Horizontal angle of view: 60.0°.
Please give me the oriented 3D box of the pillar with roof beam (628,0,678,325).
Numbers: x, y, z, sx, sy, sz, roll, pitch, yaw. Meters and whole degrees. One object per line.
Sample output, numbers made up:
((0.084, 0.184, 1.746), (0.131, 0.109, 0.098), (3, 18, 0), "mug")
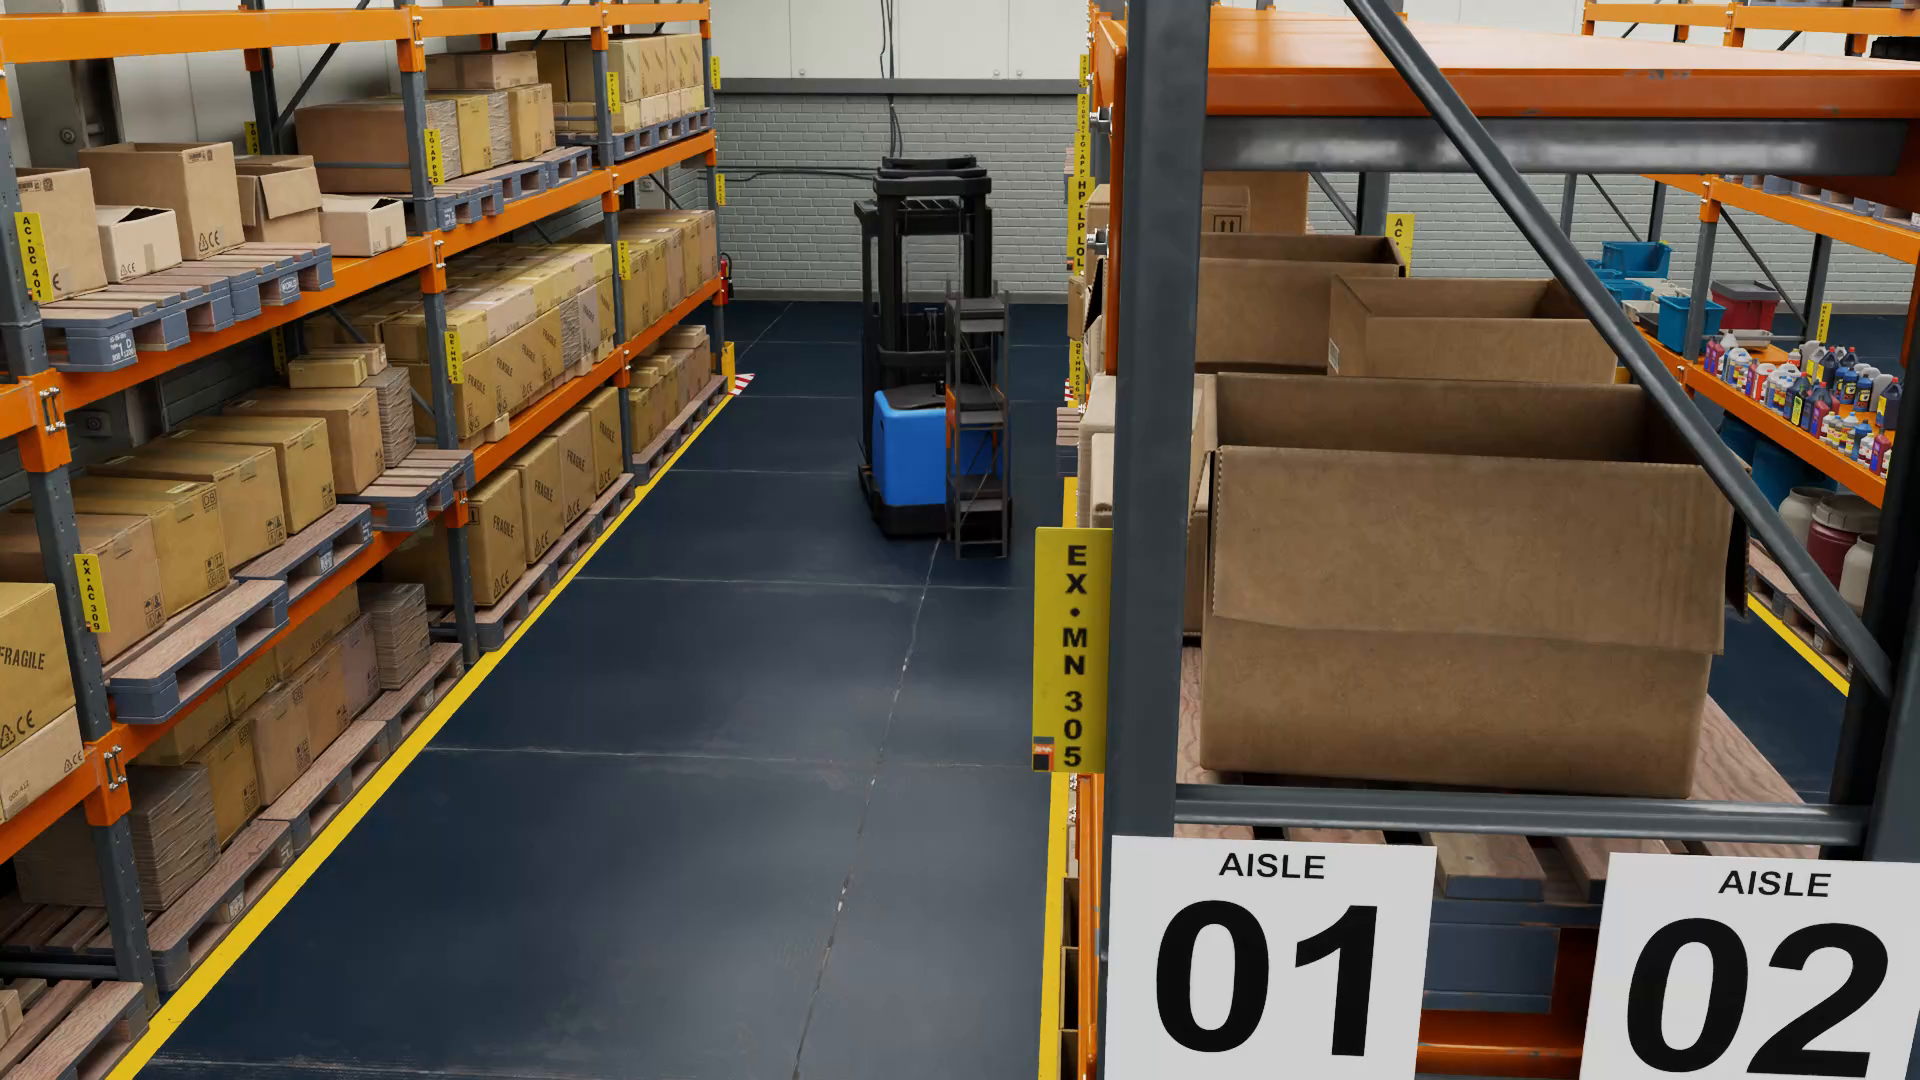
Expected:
((0.512, -6.726, 19.497), (9.100, 9.000, 0.400), (1, 18, 4), "pillar with roof beam")

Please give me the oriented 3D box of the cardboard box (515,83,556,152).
((-3.572, -3.282, 12.938), (0.700, 0.500, 0.500), (0, 18, 1), "cardboard box")

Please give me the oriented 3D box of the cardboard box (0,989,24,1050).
((-3.981, 1.918, 6.596), (0.380, 0.166, 0.250), (-1, 18, -3), "cardboard box")

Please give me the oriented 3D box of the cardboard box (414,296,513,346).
((-3.358, -1.485, 11.265), (0.500, 0.250, 0.500), (1, 18, 3), "cardboard box")

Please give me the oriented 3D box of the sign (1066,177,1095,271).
((0.427, -1.107, 5.830), (0.100, 0.325, 0.005), (1, 18, 4), "sign")

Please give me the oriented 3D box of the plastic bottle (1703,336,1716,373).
((6.031, -1.490, 13.340), (0.061, 0.283, 0.133), (1, 18, 4), "plastic bottle")

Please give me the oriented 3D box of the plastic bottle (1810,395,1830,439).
((5.881, -0.842, 11.363), (0.061, 0.283, 0.133), (1, 18, 4), "plastic bottle")

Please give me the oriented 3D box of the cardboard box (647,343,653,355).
((-3.325, -1.943, 16.833), (0.380, 0.149, 0.250), (2, 18, 5), "cardboard box")

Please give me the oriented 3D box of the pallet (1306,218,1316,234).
((1.296, -1.642, 9.103), (1.213, 0.211, 1.003), (2, 18, 6), "pallet")

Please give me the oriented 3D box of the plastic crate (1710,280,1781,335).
((6.797, -1.980, 14.450), (0.402, 0.464, 0.583), (1, 18, 4), "plastic crate")

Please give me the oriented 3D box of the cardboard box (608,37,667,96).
((-3.008, -4.357, 15.287), (0.500, 0.500, 0.500), (1, 18, 4), "cardboard box")

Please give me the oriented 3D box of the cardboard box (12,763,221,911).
((-3.936, 1.364, 7.752), (0.700, 0.500, 0.500), (2, 18, 6), "cardboard box")

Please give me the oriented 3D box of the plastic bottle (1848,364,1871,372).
((6.714, -1.191, 12.440), (0.152, 0.276, 0.135), (1, 18, 4), "plastic bottle")

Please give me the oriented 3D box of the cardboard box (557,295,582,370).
((-3.252, -1.606, 12.836), (0.500, 0.500, 0.500), (1, 18, 4), "cardboard box")

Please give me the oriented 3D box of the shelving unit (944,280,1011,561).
((0.129, -0.919, 12.855), (0.431, 2.100, 0.503), (-3, 18, -8), "shelving unit")

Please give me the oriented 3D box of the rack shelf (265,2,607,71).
((-3.542, -3.569, 11.660), (1.077, 0.370, 4.000), (1, 18, 4), "rack shelf")

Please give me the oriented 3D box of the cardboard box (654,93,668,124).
((-3.006, -3.998, 15.396), (0.500, 0.250, 0.500), (1, 18, 2), "cardboard box")

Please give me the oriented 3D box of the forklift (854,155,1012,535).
((-0.314, -1.853, 14.372), (1.130, 2.935, 3.031), (-3, 18, -8), "forklift")

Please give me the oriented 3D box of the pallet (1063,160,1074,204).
((1.354, -2.574, 11.947), (1.213, 0.211, 1.003), (1, 18, 4), "pallet")

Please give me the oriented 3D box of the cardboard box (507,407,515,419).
((-3.396, -0.936, 11.834), (0.380, 0.149, 0.250), (2, 18, 5), "cardboard box")

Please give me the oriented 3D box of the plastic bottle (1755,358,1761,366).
((6.169, -1.309, 12.921), (0.097, 0.201, 0.097), (0, 18, 0), "plastic bottle")

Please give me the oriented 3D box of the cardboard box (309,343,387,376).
((-3.681, -1.086, 10.010), (0.380, 0.149, 0.250), (-1, 18, -3), "cardboard box")

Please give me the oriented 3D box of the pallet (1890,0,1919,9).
((6.278, -3.202, 9.688), (1.213, 0.211, 1.003), (1, 18, 4), "pallet")

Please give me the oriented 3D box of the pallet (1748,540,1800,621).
((6.301, 0.294, 12.187), (1.003, 0.211, 1.213), (1, 18, 4), "pallet")

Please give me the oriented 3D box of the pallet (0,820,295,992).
((-3.918, 1.697, 7.905), (1.003, 0.211, 1.213), (1, 18, 4), "pallet")

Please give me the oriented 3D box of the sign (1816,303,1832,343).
((7.031, -1.768, 13.558), (0.100, 0.325, 0.005), (1, 18, 4), "sign")

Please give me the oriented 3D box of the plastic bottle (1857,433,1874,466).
((5.849, -0.585, 10.712), (0.097, 0.201, 0.097), (0, 18, 0), "plastic bottle")

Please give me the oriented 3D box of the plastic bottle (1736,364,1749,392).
((6.000, -1.241, 12.711), (0.097, 0.201, 0.097), (0, 18, 0), "plastic bottle")

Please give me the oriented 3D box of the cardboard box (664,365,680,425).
((-3.165, -1.428, 16.303), (0.700, 0.500, 0.500), (2, 18, 5), "cardboard box")

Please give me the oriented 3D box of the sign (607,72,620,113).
((-2.857, -3.682, 13.691), (0.100, 0.325, 0.005), (1, 18, 4), "sign")

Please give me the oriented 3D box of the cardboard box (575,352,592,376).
((-3.159, -1.408, 13.274), (0.380, 0.149, 0.250), (1, 18, 4), "cardboard box")

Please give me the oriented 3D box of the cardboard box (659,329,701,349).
((-2.908, -2.090, 17.283), (0.380, 0.149, 0.250), (2, 18, 5), "cardboard box")

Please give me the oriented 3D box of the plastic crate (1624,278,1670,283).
((6.891, -2.538, 16.678), (0.396, 0.136, 0.243), (1, 18, 4), "plastic crate")

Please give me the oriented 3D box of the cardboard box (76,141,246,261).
((-3.765, -1.610, 7.866), (0.500, 0.500, 0.500), (1, 18, 2), "cardboard box")

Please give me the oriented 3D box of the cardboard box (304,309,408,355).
((-3.912, -1.330, 10.790), (0.500, 0.250, 0.500), (2, 18, 5), "cardboard box")

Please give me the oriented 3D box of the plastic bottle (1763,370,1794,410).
((5.986, -1.096, 12.150), (0.152, 0.276, 0.135), (1, 18, 4), "plastic bottle")

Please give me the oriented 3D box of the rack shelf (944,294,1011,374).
((0.129, -1.571, 12.642), (0.431, 0.518, 0.480), (-3, 18, -8), "rack shelf")

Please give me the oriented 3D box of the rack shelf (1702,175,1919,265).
((6.339, -2.112, 11.390), (1.077, 0.370, 4.000), (1, 18, 4), "rack shelf")

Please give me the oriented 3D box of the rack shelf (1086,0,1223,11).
((1.685, -4.890, 15.056), (1.077, 0.370, 4.000), (1, 18, 4), "rack shelf")

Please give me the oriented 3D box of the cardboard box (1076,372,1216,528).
((0.541, -0.220, 3.703), (0.500, 0.311, 0.500), (3, 18, 10), "cardboard box")

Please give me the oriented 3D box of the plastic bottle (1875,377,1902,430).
((6.503, -0.953, 11.593), (0.144, 0.351, 0.185), (1, 18, 4), "plastic bottle")

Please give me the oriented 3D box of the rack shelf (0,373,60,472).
((-4.116, 0.151, 4.482), (1.077, 0.370, 4.000), (1, 18, 4), "rack shelf")

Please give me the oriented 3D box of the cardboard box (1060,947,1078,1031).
((0.595, 1.766, 5.752), (0.500, 0.500, 0.500), (1, 18, 4), "cardboard box")

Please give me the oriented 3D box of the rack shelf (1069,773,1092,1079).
((0.825, 1.686, 4.615), (1.077, 0.370, 4.000), (1, 18, 4), "rack shelf")

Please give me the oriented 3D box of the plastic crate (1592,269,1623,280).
((6.376, -2.567, 16.613), (0.416, 0.233, 0.300), (1, 18, 4), "plastic crate")

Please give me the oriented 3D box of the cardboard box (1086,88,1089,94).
((1.489, -4.287, 16.309), (0.500, 0.250, 0.500), (1, 18, 4), "cardboard box")

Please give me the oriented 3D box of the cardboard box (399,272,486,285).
((-3.795, -1.808, 12.249), (0.500, 0.250, 0.500), (1, 18, 3), "cardboard box")

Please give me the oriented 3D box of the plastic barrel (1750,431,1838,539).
((6.376, -0.464, 12.716), (0.600, 0.901, 0.708), (1, 18, 4), "plastic barrel")

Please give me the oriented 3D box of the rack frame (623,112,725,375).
((-3.112, -3.113, 18.107), (1.000, 3.000, 0.127), (1, 18, 4), "rack frame")

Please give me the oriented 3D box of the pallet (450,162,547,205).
((-3.615, -2.513, 11.760), (1.003, 0.211, 1.213), (2, 18, 6), "pallet")

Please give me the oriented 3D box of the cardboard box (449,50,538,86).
((-3.593, -3.639, 12.822), (0.500, 0.250, 0.500), (3, 18, 8), "cardboard box")

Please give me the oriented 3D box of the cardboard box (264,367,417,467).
((-3.710, -0.739, 9.994), (0.700, 0.500, 0.500), (-1, 18, -3), "cardboard box")

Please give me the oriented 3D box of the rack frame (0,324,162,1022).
((-3.973, 0.614, 6.733), (1.000, 3.000, 0.127), (1, 18, 4), "rack frame")

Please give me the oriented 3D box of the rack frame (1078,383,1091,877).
((0.969, 0.723, 6.399), (1.000, 3.000, 0.127), (1, 18, 4), "rack frame")

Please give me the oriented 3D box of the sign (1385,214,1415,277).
((1.522, -0.974, 5.802), (0.100, 0.325, 0.005), (1, 18, 4), "sign")
